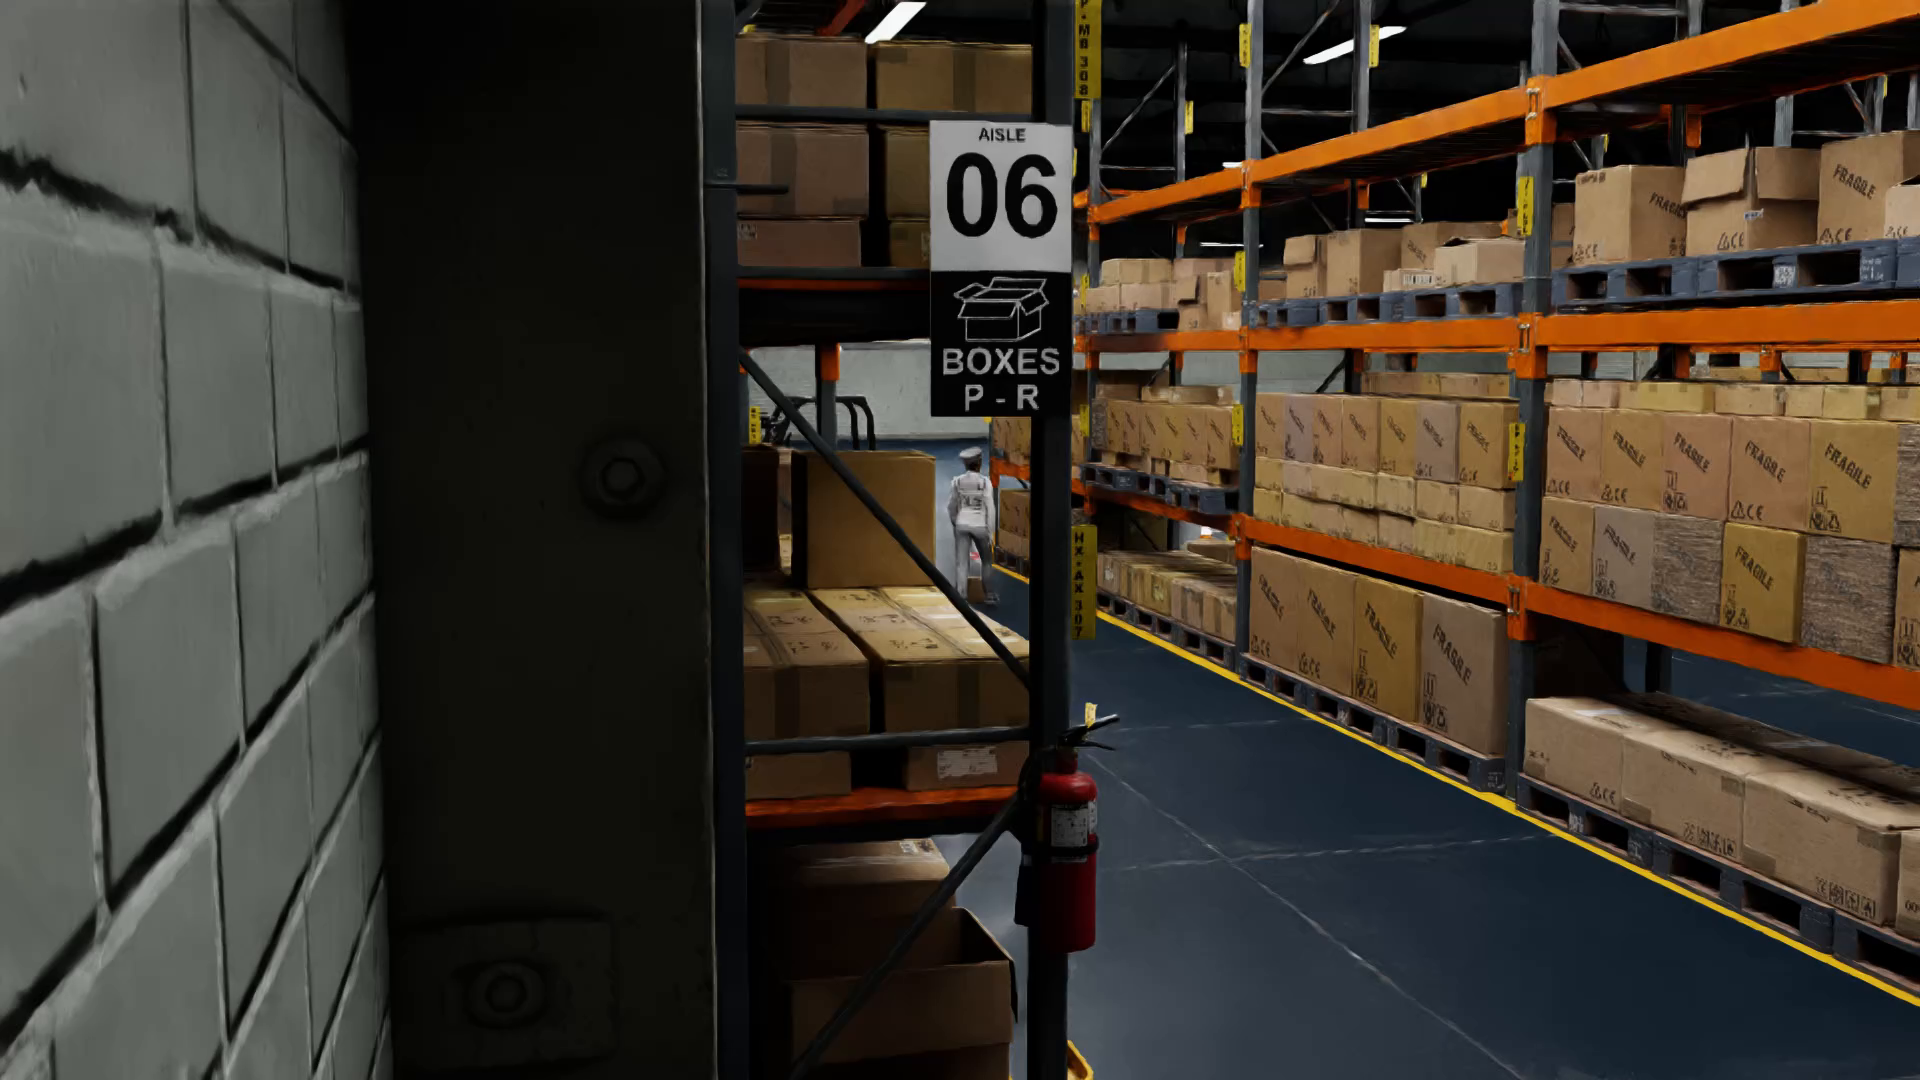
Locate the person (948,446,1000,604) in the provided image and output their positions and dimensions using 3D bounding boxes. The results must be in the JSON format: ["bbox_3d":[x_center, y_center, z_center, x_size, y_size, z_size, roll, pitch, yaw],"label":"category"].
[{"bbox_3d":[0.145,-0.130,16.944,0.529,1.656,0.854,1,6,12],"label":"person"}]
